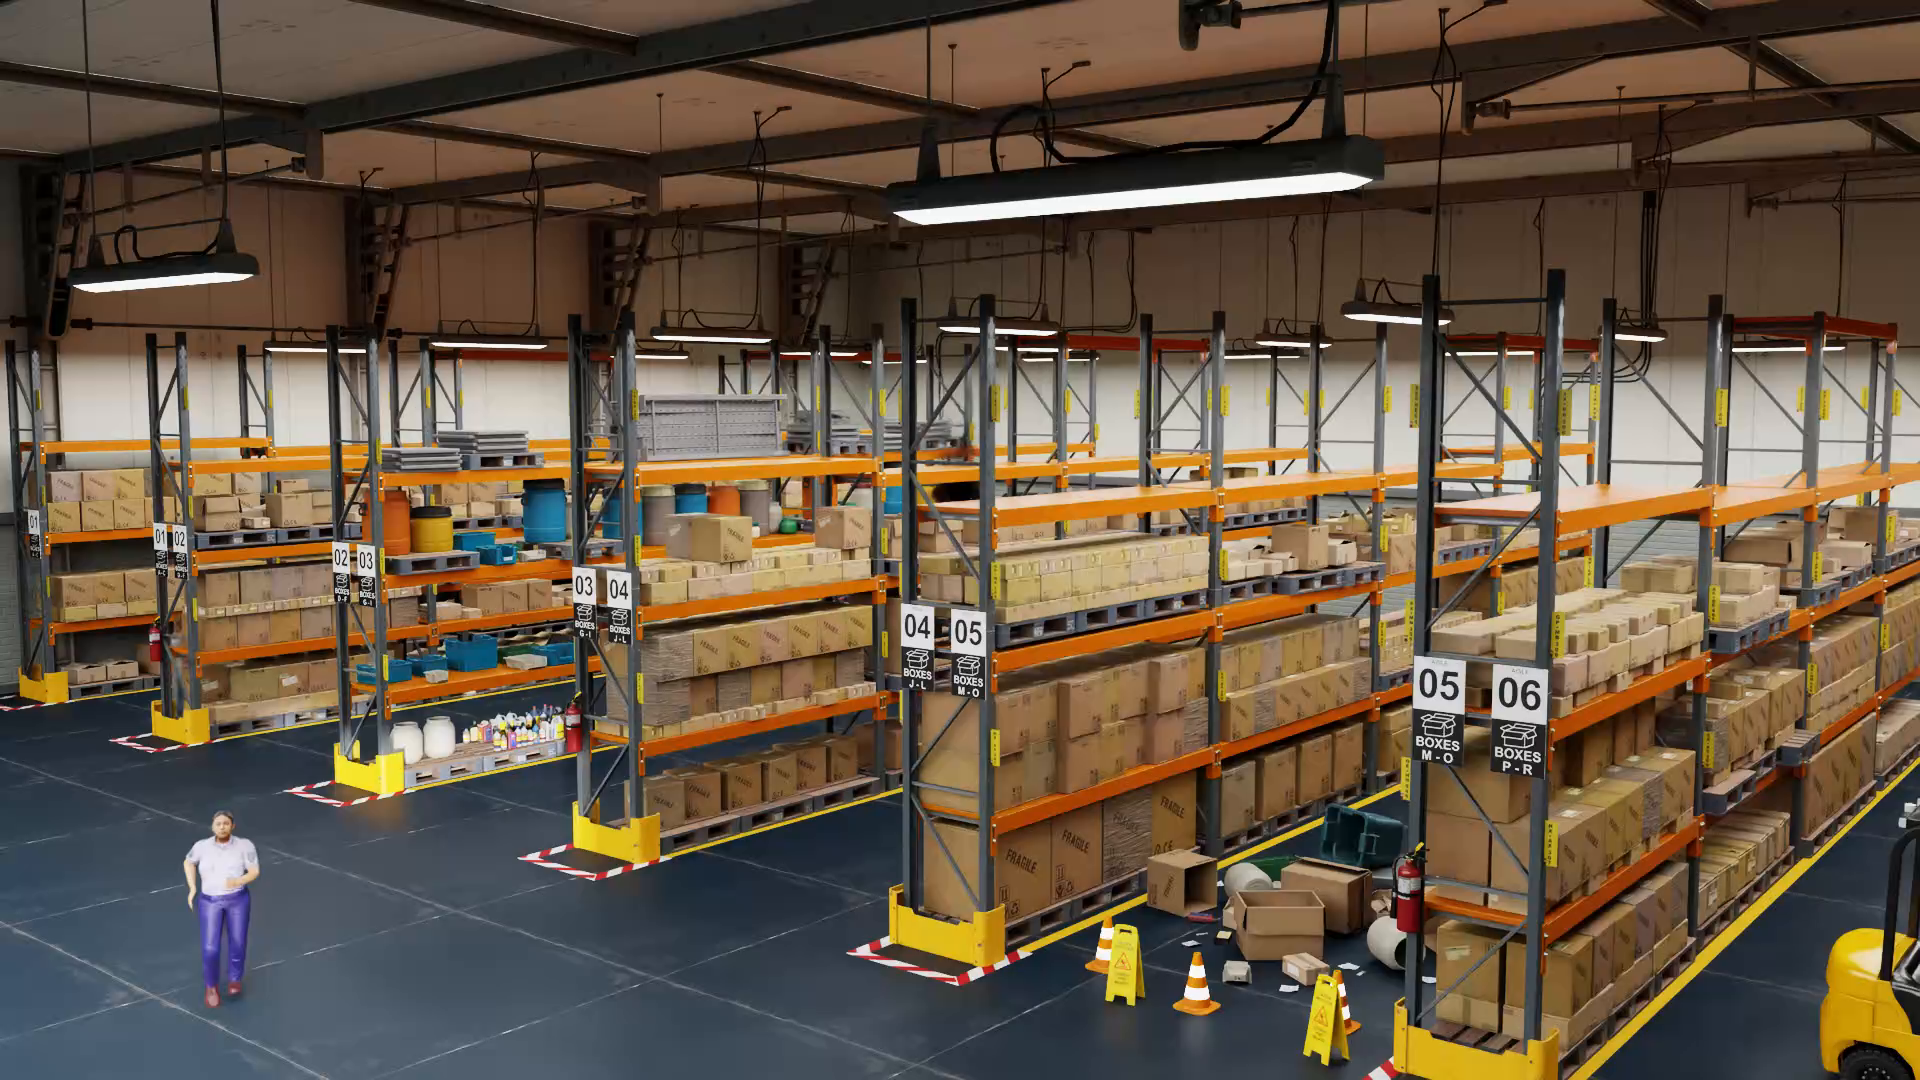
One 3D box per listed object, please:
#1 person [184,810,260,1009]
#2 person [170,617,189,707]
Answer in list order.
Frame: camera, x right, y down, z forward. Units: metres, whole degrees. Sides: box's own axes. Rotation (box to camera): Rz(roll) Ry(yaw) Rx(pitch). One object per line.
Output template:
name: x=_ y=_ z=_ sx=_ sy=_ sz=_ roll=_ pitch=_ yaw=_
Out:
person: x=-6.190 y=3.098 z=13.980 sx=0.577 sy=1.660 sz=0.672 roll=-2 pitch=6 yaw=-25
person: x=-12.285 y=1.996 z=26.205 sx=0.541 sy=1.574 sz=0.867 roll=3 pitch=6 yaw=32
